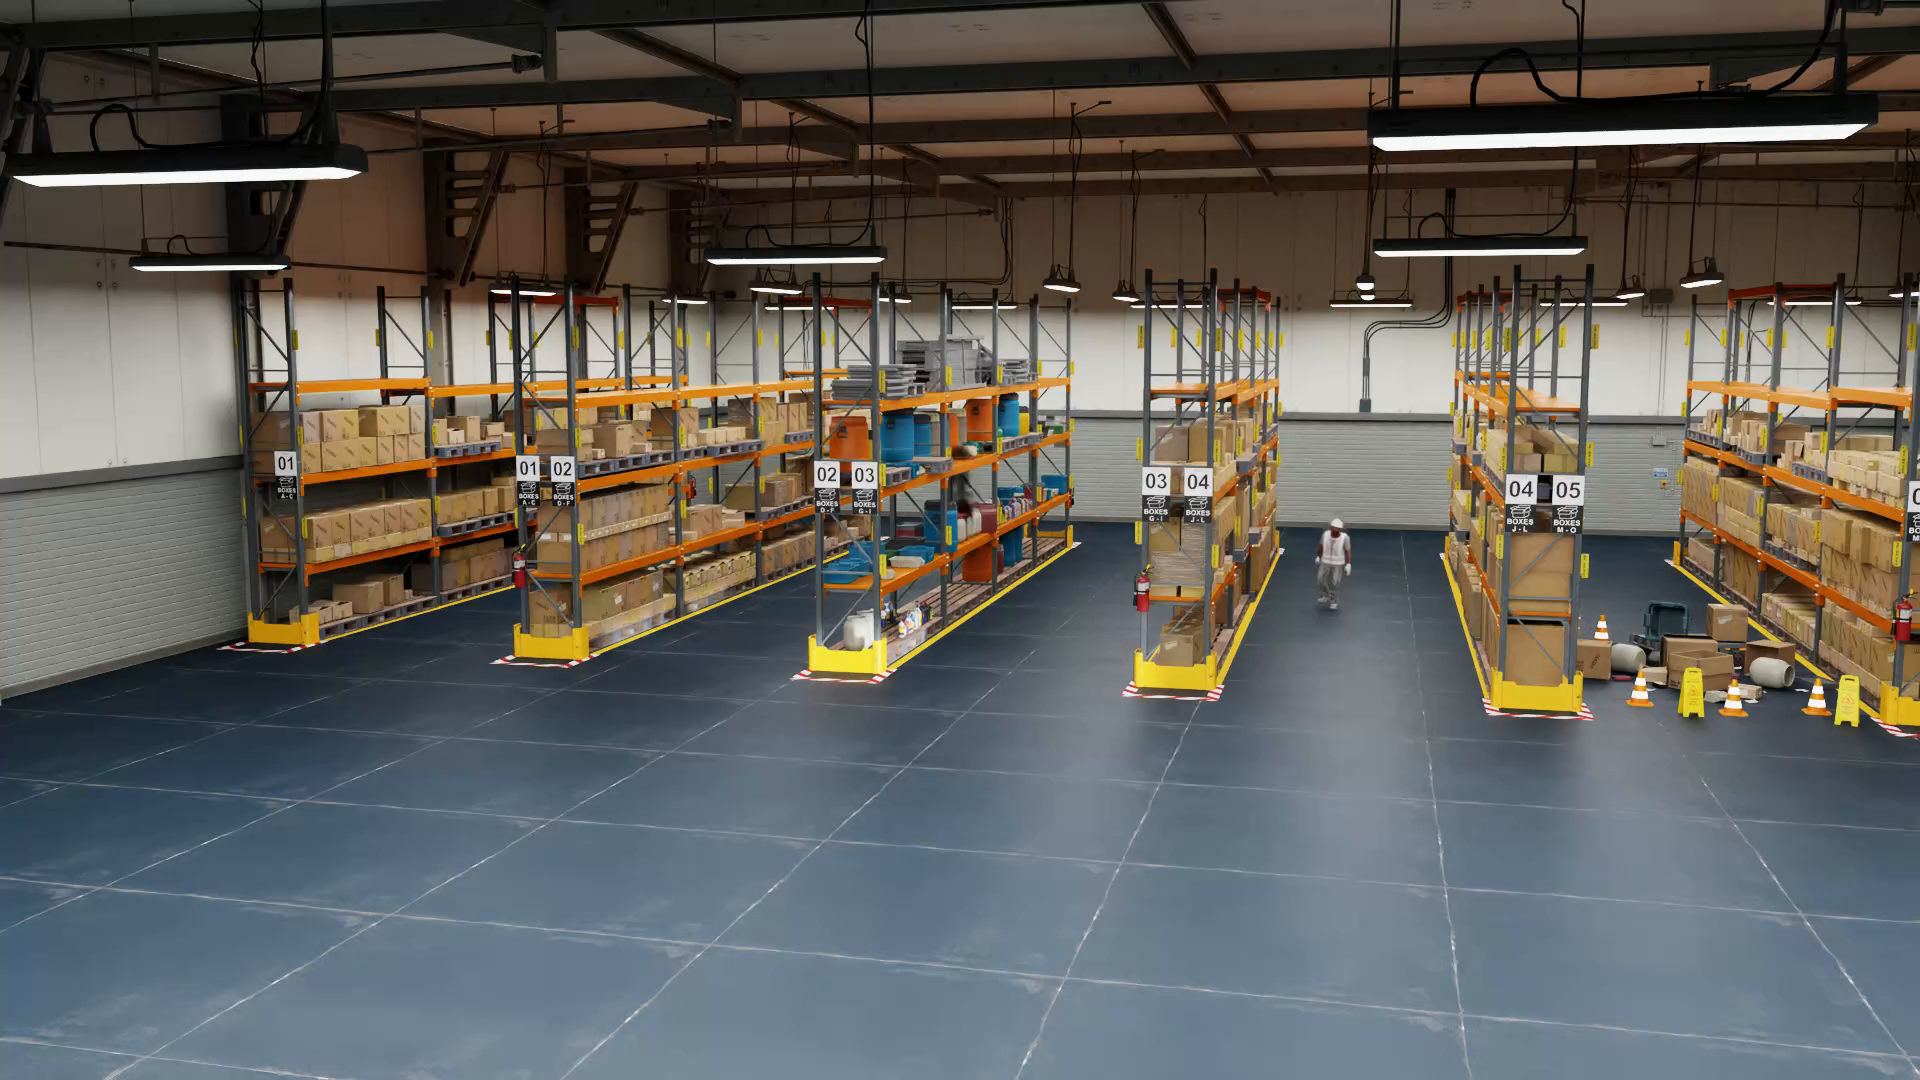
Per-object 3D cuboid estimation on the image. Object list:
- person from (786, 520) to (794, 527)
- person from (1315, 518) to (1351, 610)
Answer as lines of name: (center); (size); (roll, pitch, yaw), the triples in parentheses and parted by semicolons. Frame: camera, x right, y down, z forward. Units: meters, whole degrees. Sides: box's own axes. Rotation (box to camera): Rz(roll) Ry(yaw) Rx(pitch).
person: (-4.451, -1.028, 43.334); (0.560, 1.675, 0.770); (3, 7, 23)
person: (6.936, 0.437, 30.920); (0.744, 1.727, 0.627); (4, 8, 27)
